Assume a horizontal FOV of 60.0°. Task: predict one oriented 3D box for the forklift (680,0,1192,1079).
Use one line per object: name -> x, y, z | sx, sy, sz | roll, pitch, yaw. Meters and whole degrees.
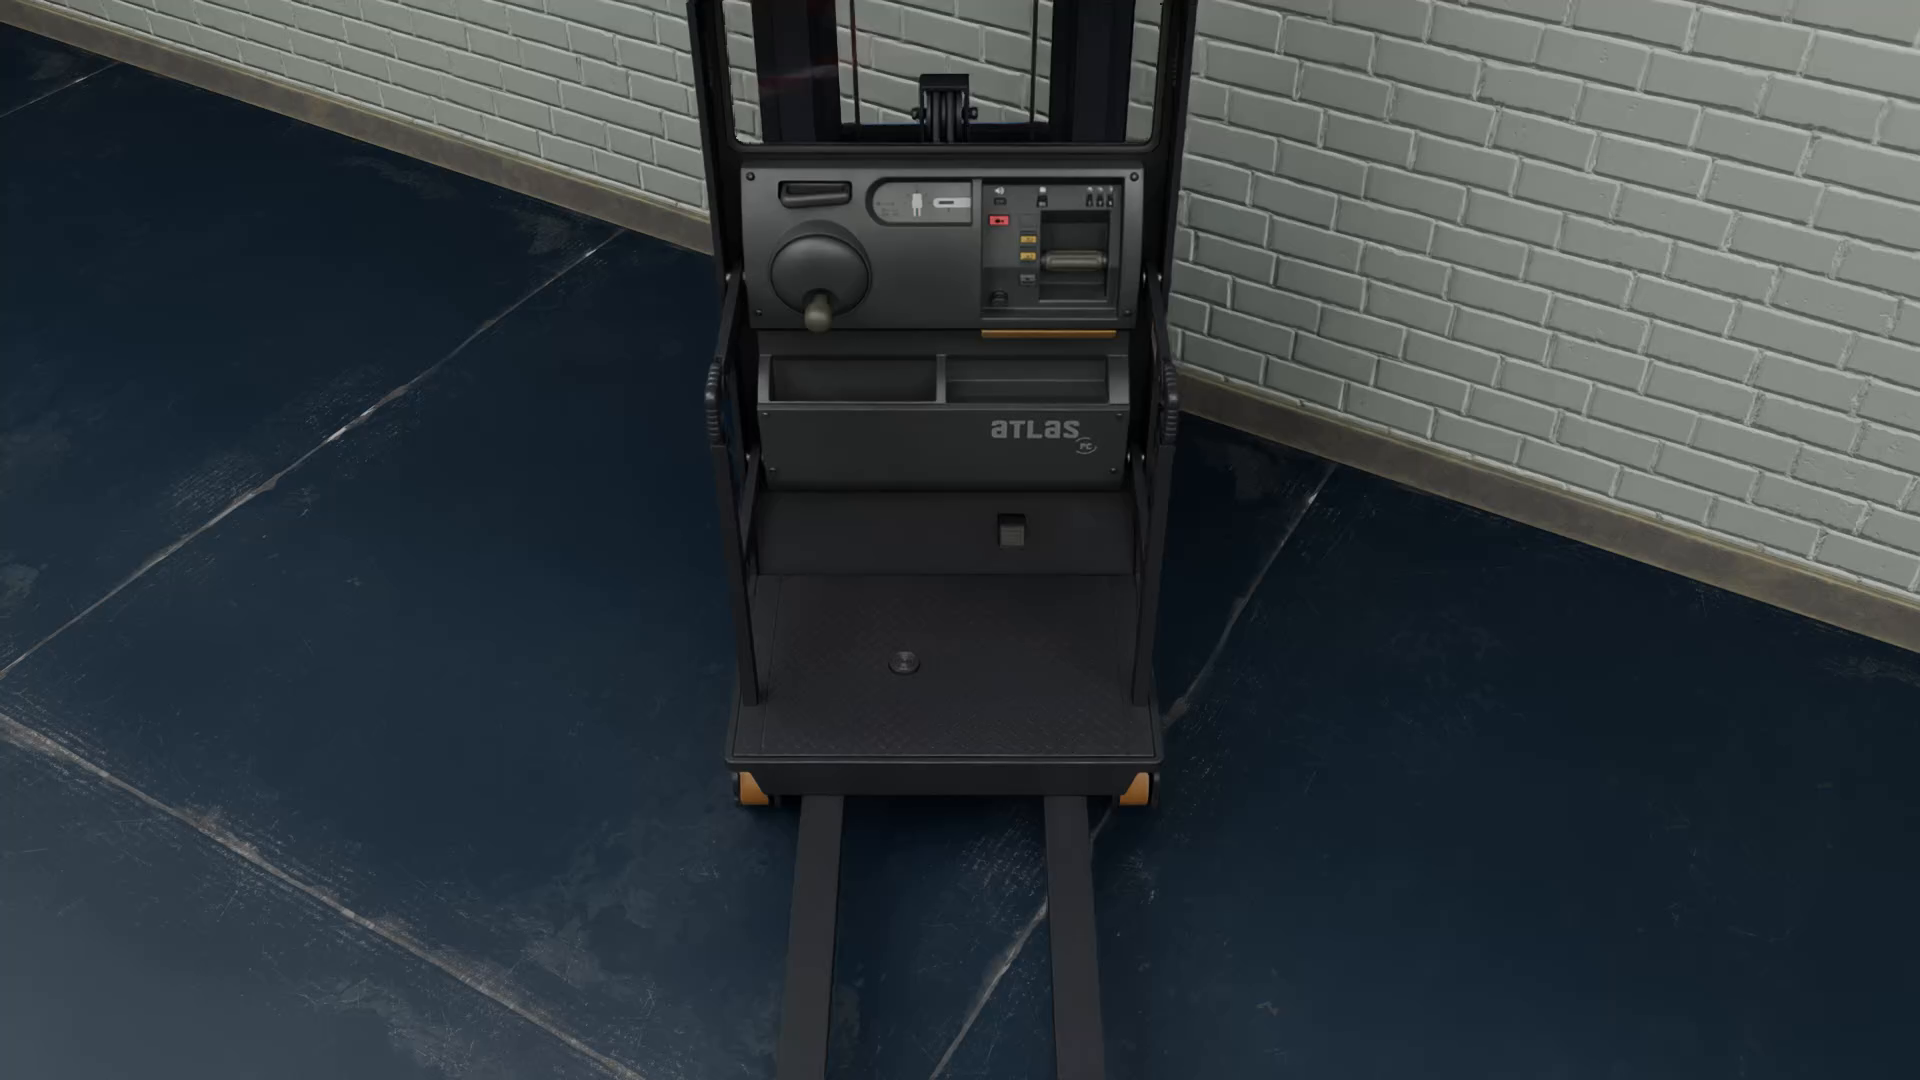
forklift -> -0.061, -0.600, 3.713 | 1.130, 2.935, 3.031 | 1, 41, 2
